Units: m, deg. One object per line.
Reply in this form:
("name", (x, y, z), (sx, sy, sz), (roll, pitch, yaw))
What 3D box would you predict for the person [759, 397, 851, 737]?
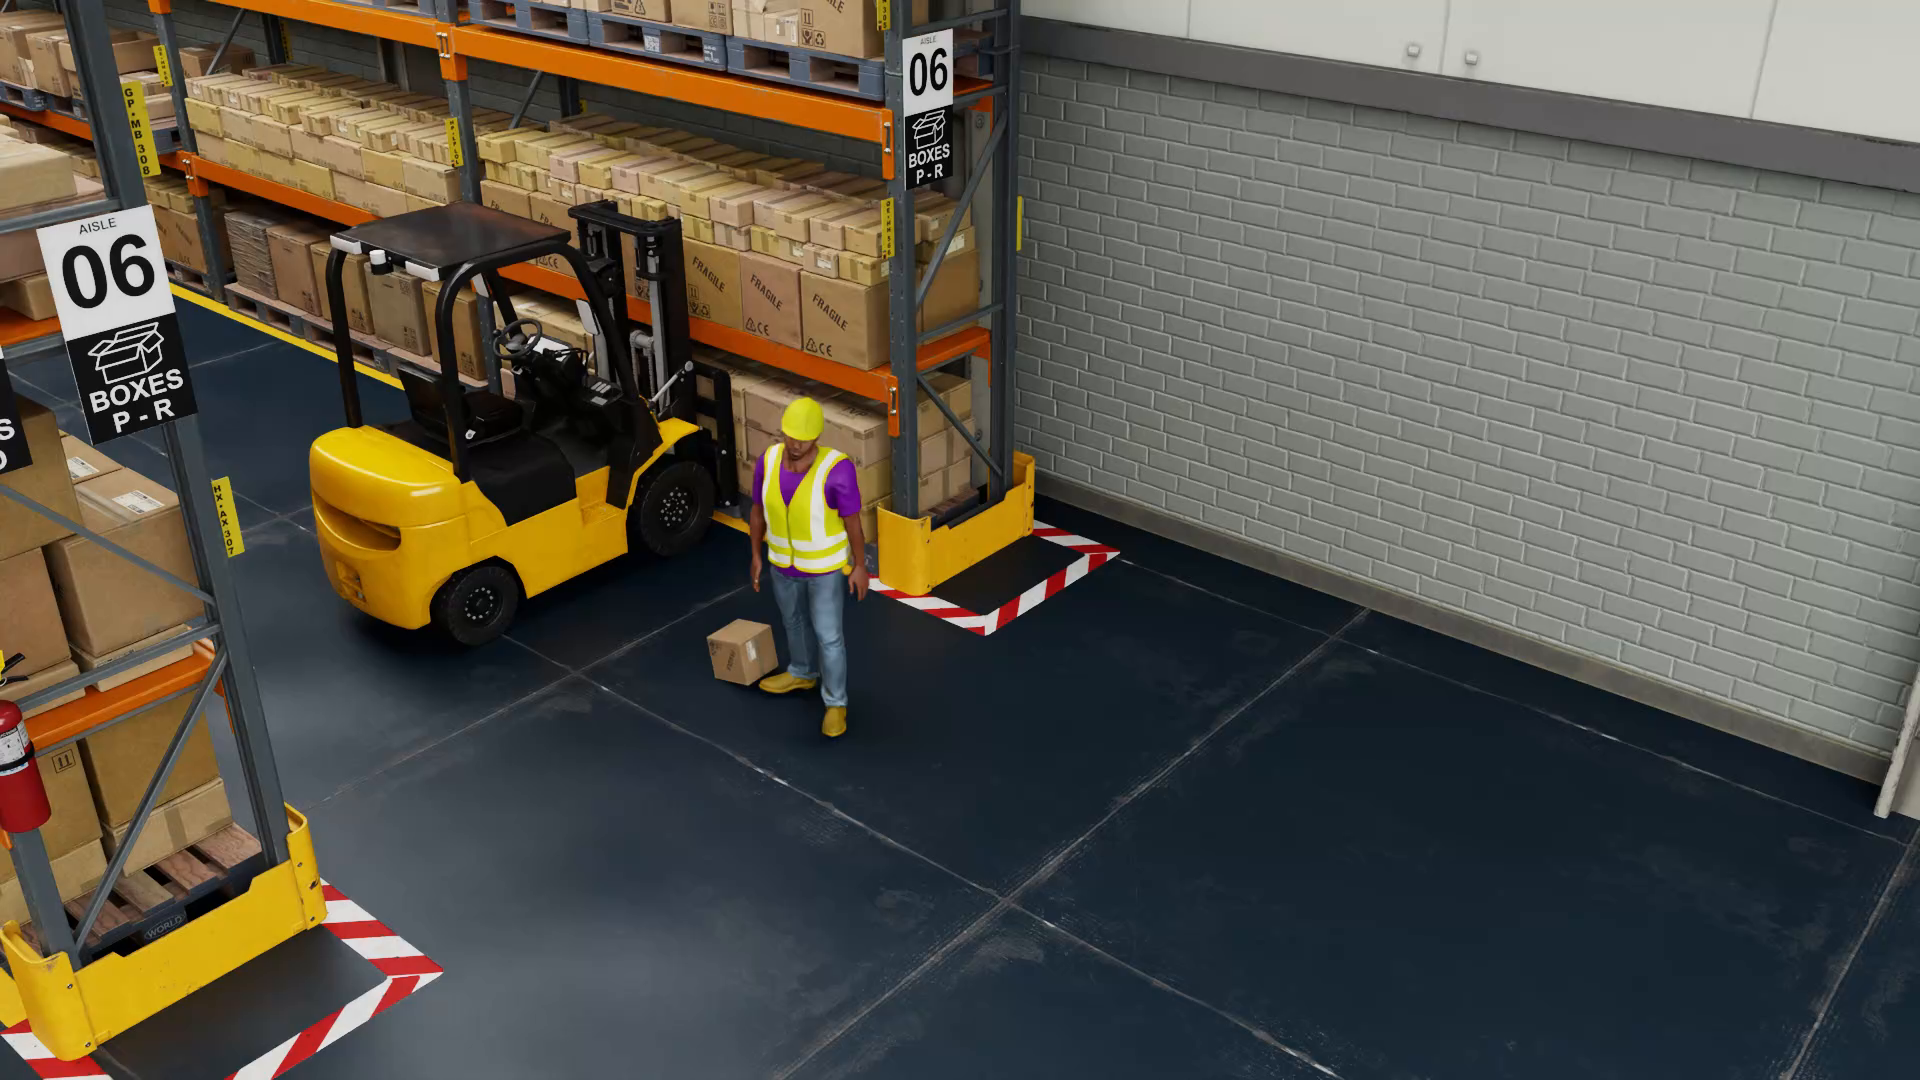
("person", (-0.809, 0.099, 8.363), (0.621, 1.767, 0.467), (12, 30, 22))
